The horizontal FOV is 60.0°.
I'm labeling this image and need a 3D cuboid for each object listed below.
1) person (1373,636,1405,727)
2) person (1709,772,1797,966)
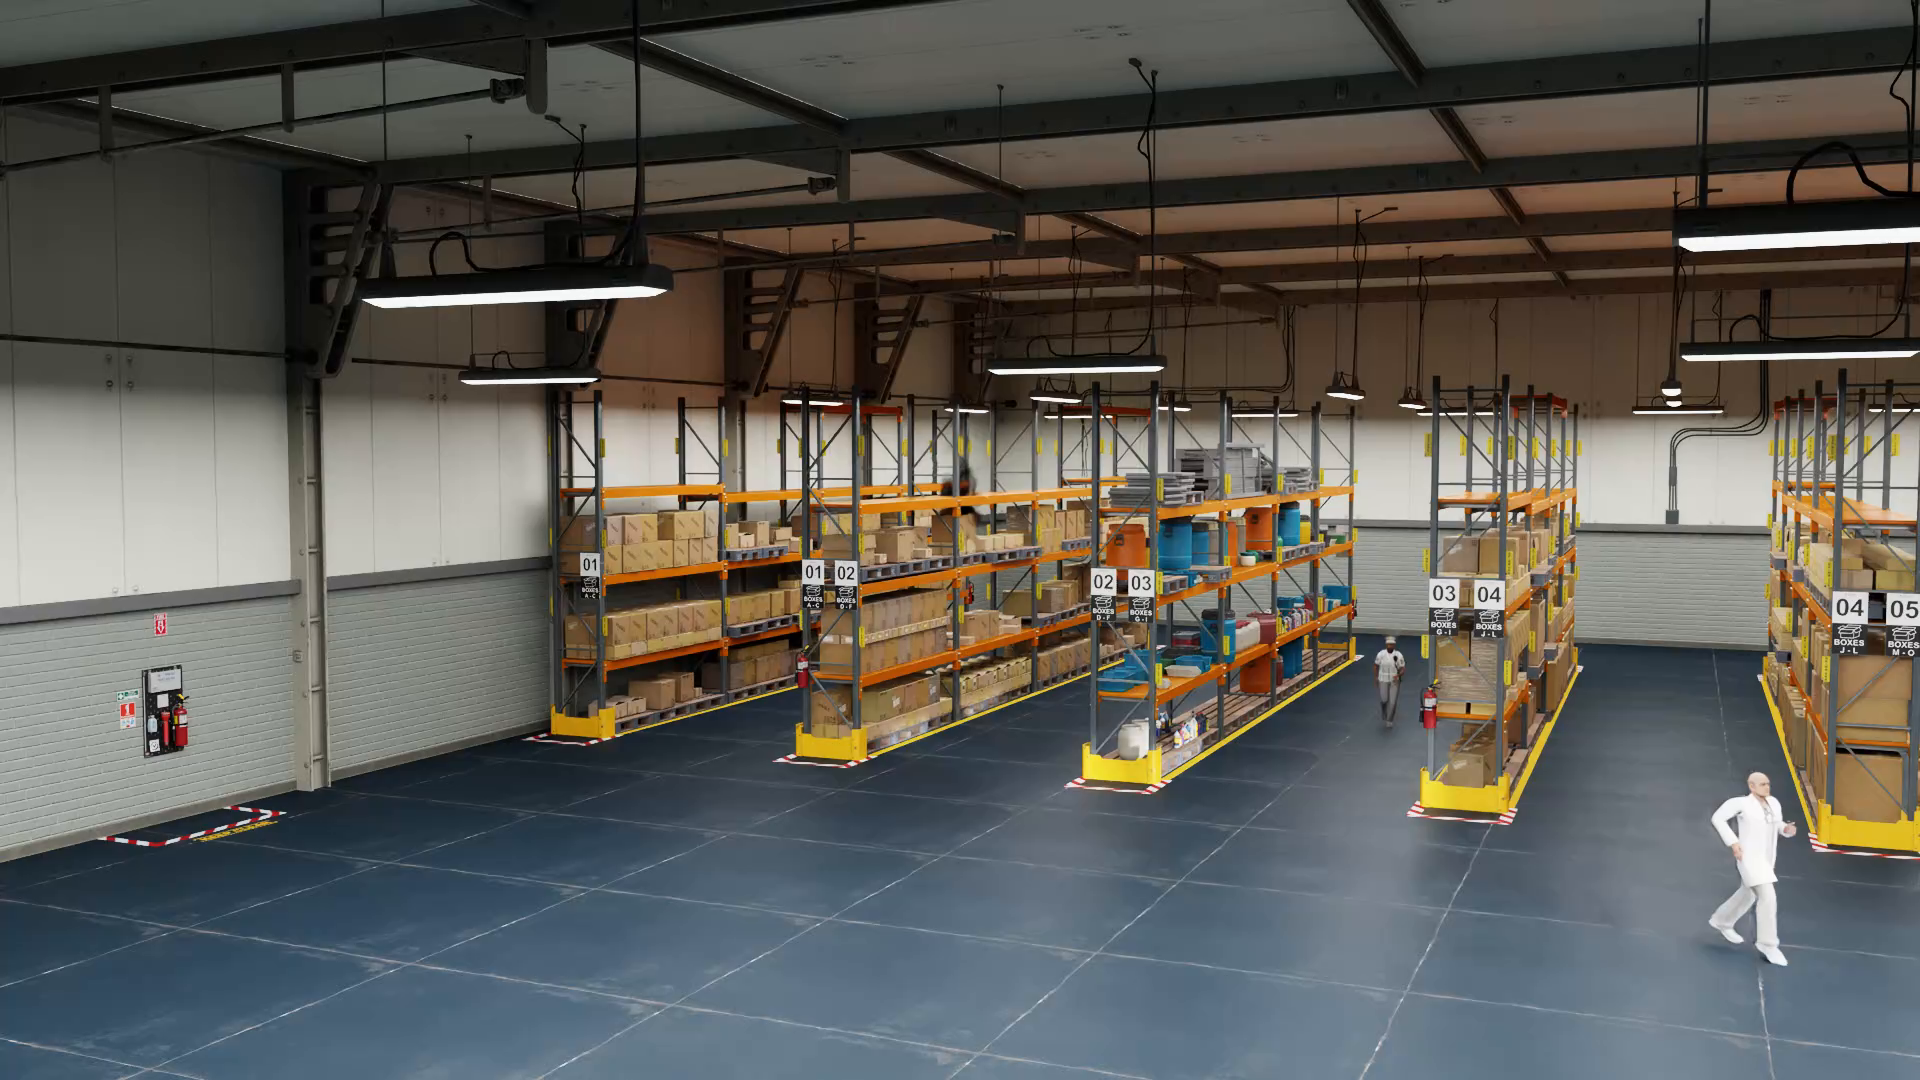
[{"bbox_3d":[7.679,2.536,29.778,0.559,1.644,0.586,1,3,16],"label":"person"},{"bbox_3d":[7.876,3.211,16.501,0.673,1.826,0.913,-2,4,-30],"label":"person"}]
